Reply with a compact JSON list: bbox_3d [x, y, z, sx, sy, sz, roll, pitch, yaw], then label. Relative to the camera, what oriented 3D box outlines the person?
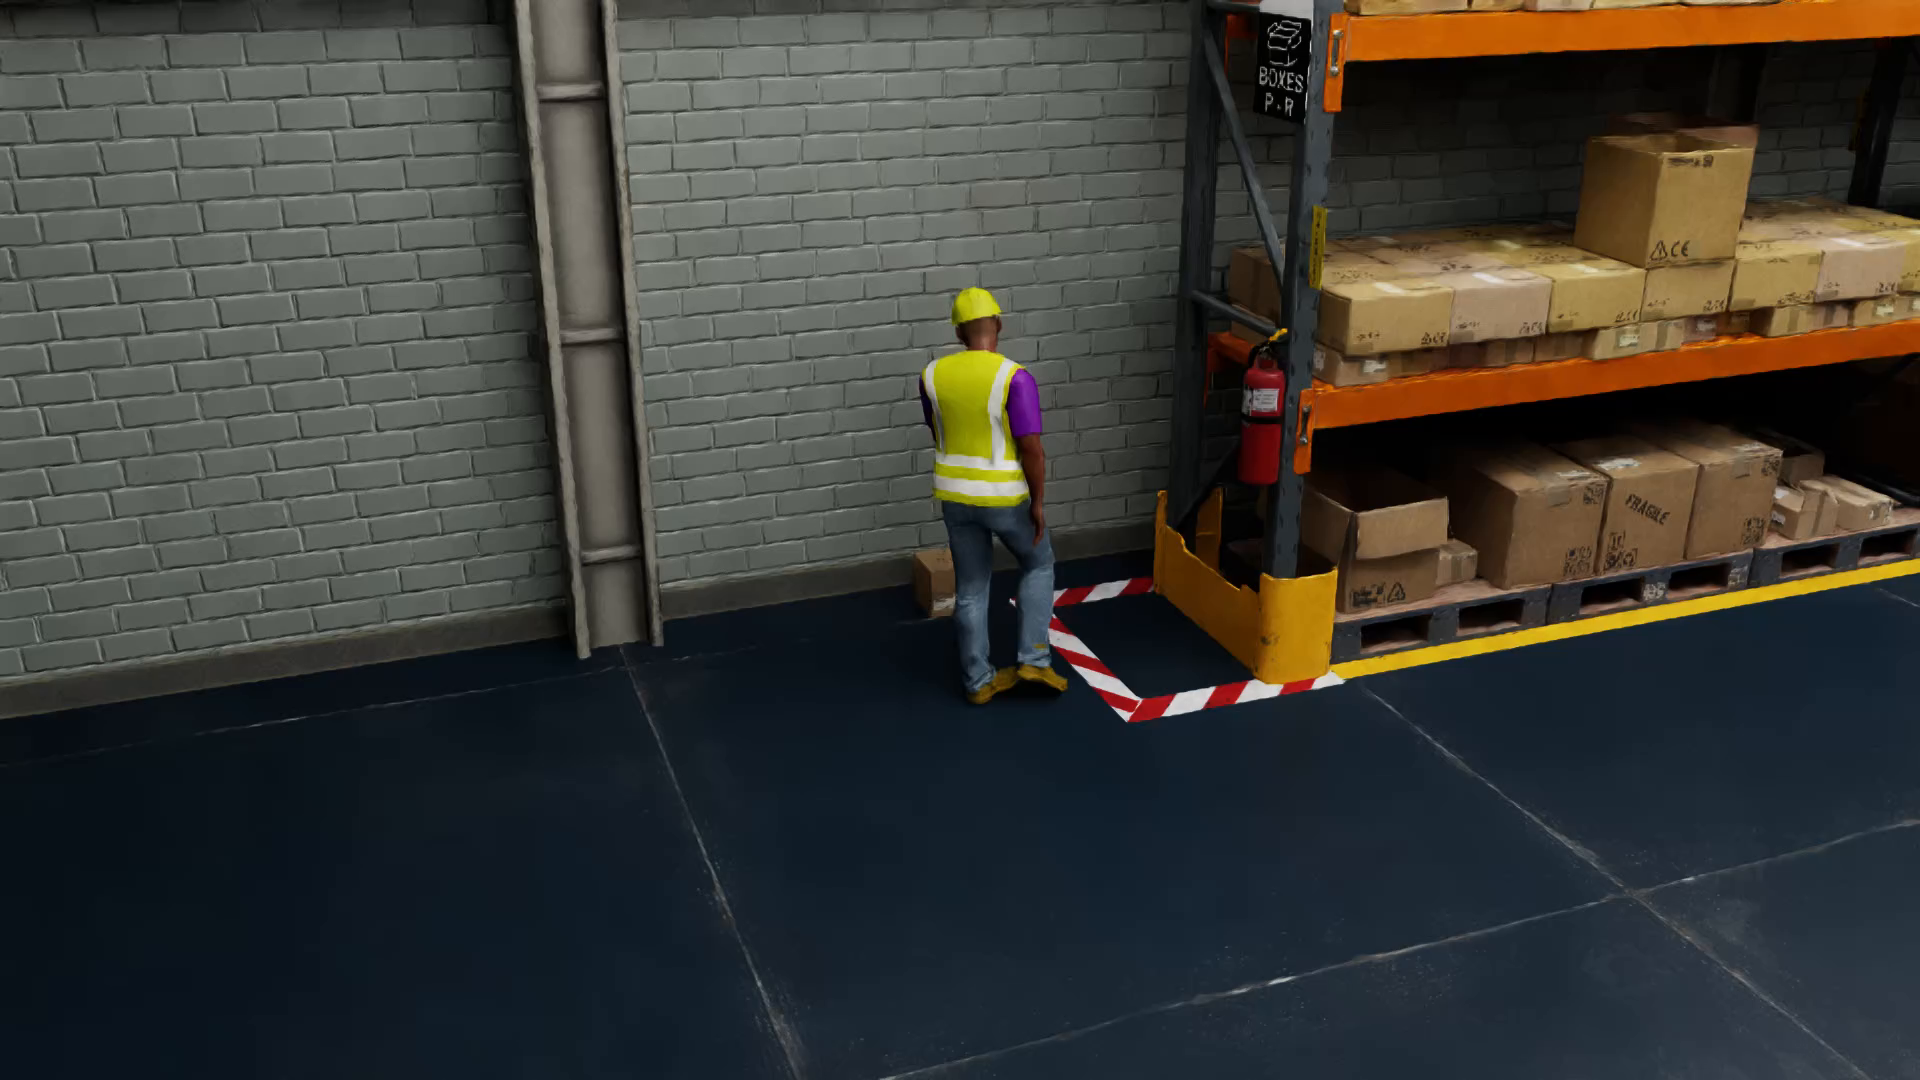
[{"bbox_3d":[0.149,-0.181,7.012,0.652,1.767,0.536,11,25,24],"label":"person"}]
